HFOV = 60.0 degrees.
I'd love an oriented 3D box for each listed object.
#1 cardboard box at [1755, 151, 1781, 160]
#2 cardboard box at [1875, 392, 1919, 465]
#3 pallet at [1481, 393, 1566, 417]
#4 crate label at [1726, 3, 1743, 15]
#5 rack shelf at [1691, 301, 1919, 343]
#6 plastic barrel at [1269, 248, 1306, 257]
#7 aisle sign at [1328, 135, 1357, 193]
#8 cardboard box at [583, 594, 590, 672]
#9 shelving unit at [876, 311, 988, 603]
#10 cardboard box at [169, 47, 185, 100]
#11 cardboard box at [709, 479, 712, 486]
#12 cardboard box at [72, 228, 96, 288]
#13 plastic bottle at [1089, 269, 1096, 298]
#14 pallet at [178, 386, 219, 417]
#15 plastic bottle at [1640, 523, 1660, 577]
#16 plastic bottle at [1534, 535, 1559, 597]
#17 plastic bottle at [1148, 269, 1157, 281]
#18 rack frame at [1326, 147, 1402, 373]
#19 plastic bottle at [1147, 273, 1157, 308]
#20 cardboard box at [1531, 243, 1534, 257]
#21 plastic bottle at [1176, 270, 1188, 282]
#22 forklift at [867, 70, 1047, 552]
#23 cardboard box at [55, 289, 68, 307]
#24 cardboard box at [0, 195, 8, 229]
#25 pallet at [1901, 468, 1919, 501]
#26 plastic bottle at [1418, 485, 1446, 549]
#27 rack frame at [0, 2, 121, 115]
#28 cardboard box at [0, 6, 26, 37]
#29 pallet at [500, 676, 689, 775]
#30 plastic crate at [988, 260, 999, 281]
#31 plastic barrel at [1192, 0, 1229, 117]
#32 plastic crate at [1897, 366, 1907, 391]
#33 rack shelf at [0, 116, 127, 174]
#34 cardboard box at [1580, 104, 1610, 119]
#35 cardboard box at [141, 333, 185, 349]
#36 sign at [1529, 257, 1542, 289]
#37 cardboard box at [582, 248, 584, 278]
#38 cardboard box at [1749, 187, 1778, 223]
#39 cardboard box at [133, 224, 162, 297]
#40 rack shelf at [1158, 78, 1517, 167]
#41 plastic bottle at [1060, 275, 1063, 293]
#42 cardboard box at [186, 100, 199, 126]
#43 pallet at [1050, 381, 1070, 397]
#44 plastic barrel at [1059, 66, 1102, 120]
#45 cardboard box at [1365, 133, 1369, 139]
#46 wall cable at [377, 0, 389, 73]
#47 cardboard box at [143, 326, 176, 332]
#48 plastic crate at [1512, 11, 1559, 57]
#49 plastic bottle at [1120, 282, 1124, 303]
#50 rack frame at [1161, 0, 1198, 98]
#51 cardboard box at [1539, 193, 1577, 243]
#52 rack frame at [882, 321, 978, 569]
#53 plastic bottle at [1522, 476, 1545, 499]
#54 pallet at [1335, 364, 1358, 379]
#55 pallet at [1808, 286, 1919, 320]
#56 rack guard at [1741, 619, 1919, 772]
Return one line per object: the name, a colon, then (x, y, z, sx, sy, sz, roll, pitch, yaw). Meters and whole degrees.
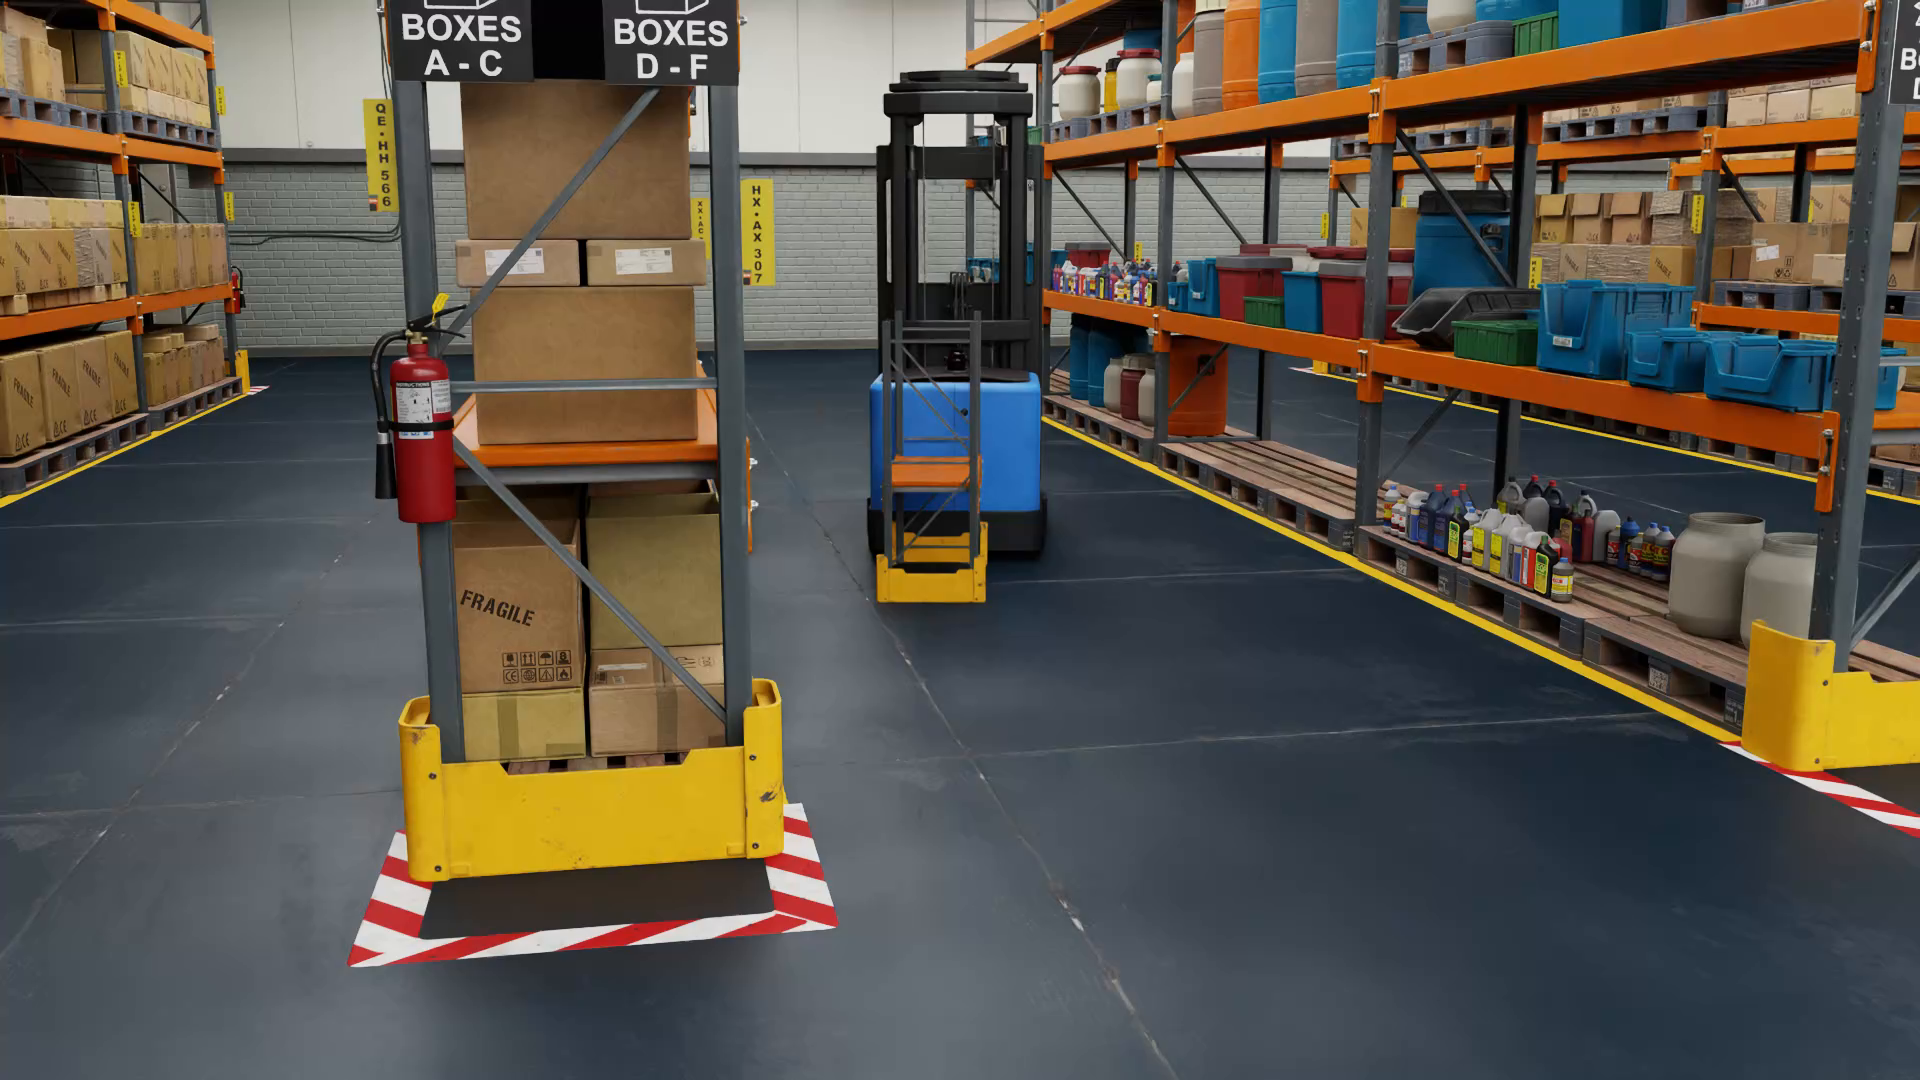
cardboard box: (10.455, -4.950, 21.059, 0.500, 0.250, 0.500, -2, 11, -11)
cardboard box: (7.485, -0.857, 12.685, 0.700, 0.500, 0.500, -3, 11, -16)
pallet: (6.435, -1.523, 18.135, 1.003, 0.211, 1.213, -2, 11, -11)
crate label: (3.647, -2.407, 7.694, 0.502, 0.251, 0.408, -2, 11, -11)
rack shelf: (7.378, -1.578, 12.889, 1.077, 0.370, 4.000, -2, 11, -11)
plastic barrel: (2.540, -1.992, 12.842, 0.421, 0.512, 0.421, 0, 11, 0)
aisle sign: (5.125, -5.045, 22.227, 0.394, 0.787, 0.004, -2, 11, -11)
cardboard box: (-1.775, 0.403, 6.790, 0.500, 0.250, 0.500, -2, 11, -11)
shelving unit: (-0.142, -0.500, 9.313, 0.587, 1.500, 1.083, 0, 11, 1)
cardboard box: (-8.537, -4.937, 17.595, 0.500, 0.500, 0.500, -3, 11, -14)
cardboard box: (-1.348, -0.077, 7.304, 0.500, 0.500, 0.500, -2, 11, -11)
cardboard box: (-7.830, -2.435, 14.353, 0.500, 0.500, 0.500, -2, 11, -11)
plastic bottle: (1.290, -2.455, 15.918, 0.097, 0.271, 0.097, 0, 11, 0)
pallet: (-8.677, -1.488, 17.951, 1.003, 0.211, 1.213, -2, 11, -11)
plastic bottle: (3.554, 0.048, 8.541, 0.097, 0.271, 0.097, 0, 11, 0)
plastic bottle: (2.859, 0.126, 8.102, 0.061, 0.283, 0.133, -2, 11, -10)
plastic bottle: (1.868, -2.493, 16.118, 0.097, 0.271, 0.097, 0, 11, 0)
rack frame: (5.433, -3.766, 22.458, 1.000, 3.000, 0.127, -2, 11, -11)
plastic bottle: (1.634, -2.120, 14.122, 0.061, 0.283, 0.133, -2, 11, -11)
cardboard box: (6.154, -2.895, 17.619, 0.500, 0.500, 0.500, -2, 11, -11)
plastic bottle: (2.094, -2.403, 15.629, 0.152, 0.276, 0.135, -2, 11, -11)
forklift: (0.008, -1.587, 11.197, 1.130, 2.935, 3.031, 0, 11, 1)
cardboard box: (-7.777, -2.042, 14.023, 0.380, 0.149, 0.250, -2, 11, -9)
cardboard box: (-7.428, -2.429, 12.315, 0.500, 0.250, 0.500, -2, 11, -10)
pallet: (7.614, -0.338, 11.905, 1.003, 0.211, 1.213, -2, 11, -11)
plastic bottle: (2.659, -0.136, 9.298, 0.144, 0.351, 0.185, -2, 11, -9)
rack frame: (-8.365, -5.439, 15.203, 1.000, 3.000, 0.127, -2, 11, -11)
cardboard box: (-8.201, -4.332, 13.961, 0.500, 0.250, 0.500, -2, 11, -13)
pallet: (-1.363, 0.760, 6.141, 1.003, 0.211, 1.213, -2, 11, -11)
plastic crate: (0.556, -3.234, 19.952, 0.416, 0.233, 0.300, -2, 11, -11)
plastic barrel: (2.078, -3.679, 12.643, 0.600, 0.901, 0.600, 0, 11, 0)
plastic crate: (3.828, -0.697, 7.042, 0.298, 0.136, 0.250, -2, 11, -11)
rack shelf: (-7.976, -3.245, 13.624, 1.077, 0.370, 4.000, -2, 11, -11)
cardboard box: (6.571, -4.403, 16.384, 0.797, 0.503, 0.637, -2, 11, -12)
cardboard box: (-8.399, -2.095, 17.506, 0.380, 0.149, 0.250, -2, 11, -13)
sign: (3.450, -1.538, 10.017, 0.100, 0.325, 0.005, -2, 11, -11)
cardboard box: (-1.536, -0.997, 5.911, 0.380, 0.149, 0.250, -2, 11, -12)
cardboard box: (10.431, -4.240, 21.213, 0.500, 0.500, 0.500, -2, 11, -13)
cardboard box: (-8.455, -2.739, 16.262, 0.980, 0.700, 0.700, -2, 11, -10)
rack shelf: (2.520, -2.871, 11.662, 1.077, 0.370, 4.000, -2, 11, -11)
plastic bottle: (1.072, -2.626, 17.005, 0.097, 0.201, 0.097, 0, 11, 0)
cardboard box: (-8.638, -4.660, 18.147, 0.500, 0.250, 0.500, -3, 11, -13)
pallet: (1.172, -1.615, 18.619, 1.003, 0.211, 1.213, -2, 11, -11)
plastic barrel: (1.209, -4.493, 16.770, 0.433, 0.535, 0.433, 0, 11, 0)
cardboard box: (5.578, -5.343, 21.063, 0.700, 0.500, 0.500, -3, 11, -13)
wall cable: (-7.239, -8.277, 24.911, 3.097, 2.526, 0.112, -2, 11, -11)
cardboard box: (-9.030, -2.320, 18.691, 0.380, 0.149, 0.250, -2, 11, -11)
plastic crate: (2.948, -2.455, 8.115, 0.336, 0.188, 0.450, -2, 11, -11)
plastic bottle: (1.489, -2.233, 14.936, 0.097, 0.201, 0.097, 0, 11, 0)
rack frame: (2.131, -5.065, 13.242, 1.000, 3.000, 0.127, -2, 11, -11)
cardboard box: (6.466, -3.331, 17.223, 0.797, 0.503, 0.637, -2, 11, -10)
rack frame: (-0.156, -0.403, 8.805, 0.500, 1.500, 0.032, 0, 11, 1)
plastic bottle: (3.317, -0.192, 9.589, 0.144, 0.351, 0.185, -2, 11, -13)
pallet: (5.665, -2.252, 21.963, 1.003, 0.211, 1.213, -2, 11, -11)
pallet: (7.414, -1.842, 12.867, 1.003, 0.211, 1.213, -2, 11, -11)
rack guard: (3.626, 0.565, 6.392, 1.175, 0.500, 0.348, -2, 11, -11)
